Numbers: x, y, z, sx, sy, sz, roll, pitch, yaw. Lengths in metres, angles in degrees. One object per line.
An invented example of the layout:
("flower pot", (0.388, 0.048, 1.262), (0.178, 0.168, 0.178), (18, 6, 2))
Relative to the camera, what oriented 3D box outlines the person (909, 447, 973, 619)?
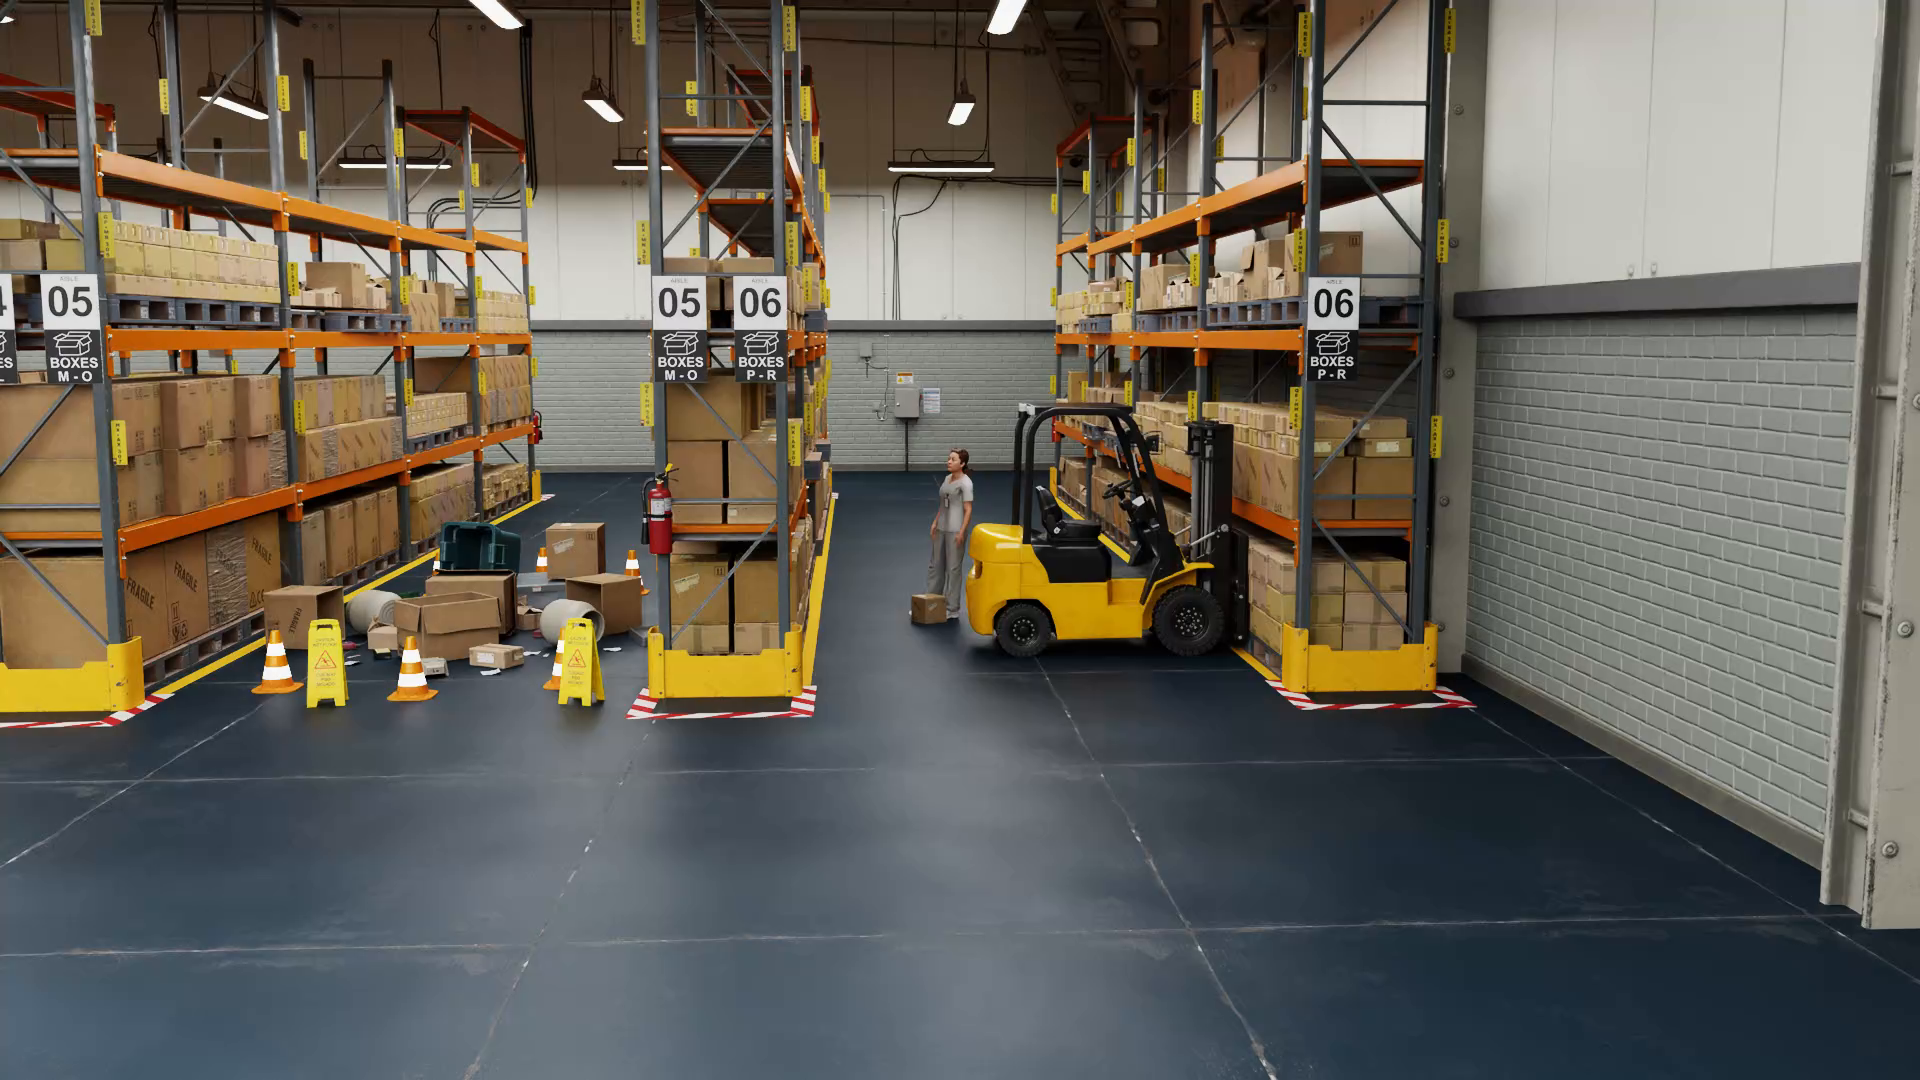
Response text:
("person", (-0.142, -0.066, 16.219), (0.548, 1.674, 0.549), (-4, 8, -33))
